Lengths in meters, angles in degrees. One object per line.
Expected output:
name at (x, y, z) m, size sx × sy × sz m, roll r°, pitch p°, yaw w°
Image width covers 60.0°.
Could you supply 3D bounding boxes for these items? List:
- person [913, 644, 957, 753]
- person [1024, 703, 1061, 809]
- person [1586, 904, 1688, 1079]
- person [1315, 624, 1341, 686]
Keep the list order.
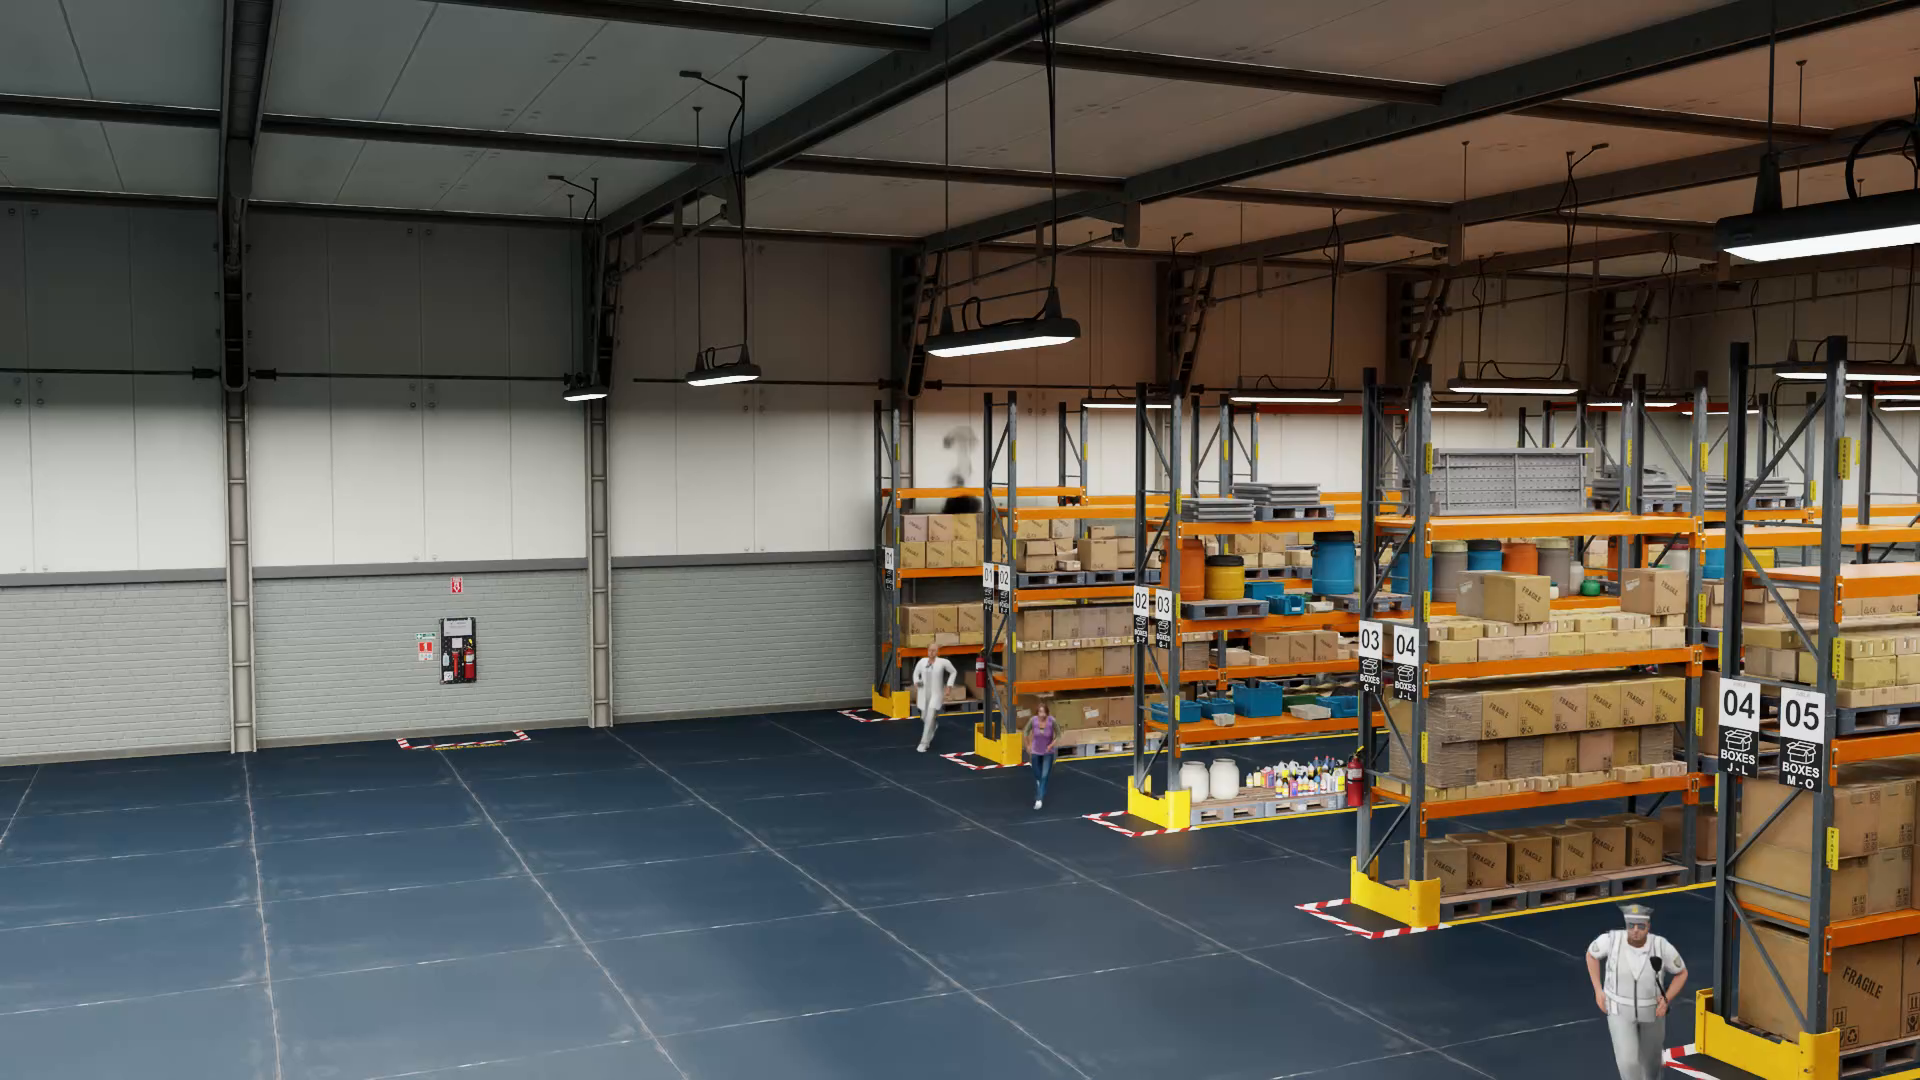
person at (-0.456, 2.639, 28.160) m, size 0.748 × 1.785 × 1.036 m, roll 1°, pitch 4°, yaw 21°
person at (1.173, 3.045, 23.671) m, size 0.533 × 1.538 × 0.719 m, roll 0°, pitch 3°, yaw 1°
person at (5.081, 3.546, 12.495) m, size 0.709 × 1.744 × 1.034 m, roll 1°, pitch 3°, yaw 18°
person at (7.237, 2.391, 32.929) m, size 0.579 × 1.723 × 0.700 m, roll -2°, pitch 4°, yaw -35°
